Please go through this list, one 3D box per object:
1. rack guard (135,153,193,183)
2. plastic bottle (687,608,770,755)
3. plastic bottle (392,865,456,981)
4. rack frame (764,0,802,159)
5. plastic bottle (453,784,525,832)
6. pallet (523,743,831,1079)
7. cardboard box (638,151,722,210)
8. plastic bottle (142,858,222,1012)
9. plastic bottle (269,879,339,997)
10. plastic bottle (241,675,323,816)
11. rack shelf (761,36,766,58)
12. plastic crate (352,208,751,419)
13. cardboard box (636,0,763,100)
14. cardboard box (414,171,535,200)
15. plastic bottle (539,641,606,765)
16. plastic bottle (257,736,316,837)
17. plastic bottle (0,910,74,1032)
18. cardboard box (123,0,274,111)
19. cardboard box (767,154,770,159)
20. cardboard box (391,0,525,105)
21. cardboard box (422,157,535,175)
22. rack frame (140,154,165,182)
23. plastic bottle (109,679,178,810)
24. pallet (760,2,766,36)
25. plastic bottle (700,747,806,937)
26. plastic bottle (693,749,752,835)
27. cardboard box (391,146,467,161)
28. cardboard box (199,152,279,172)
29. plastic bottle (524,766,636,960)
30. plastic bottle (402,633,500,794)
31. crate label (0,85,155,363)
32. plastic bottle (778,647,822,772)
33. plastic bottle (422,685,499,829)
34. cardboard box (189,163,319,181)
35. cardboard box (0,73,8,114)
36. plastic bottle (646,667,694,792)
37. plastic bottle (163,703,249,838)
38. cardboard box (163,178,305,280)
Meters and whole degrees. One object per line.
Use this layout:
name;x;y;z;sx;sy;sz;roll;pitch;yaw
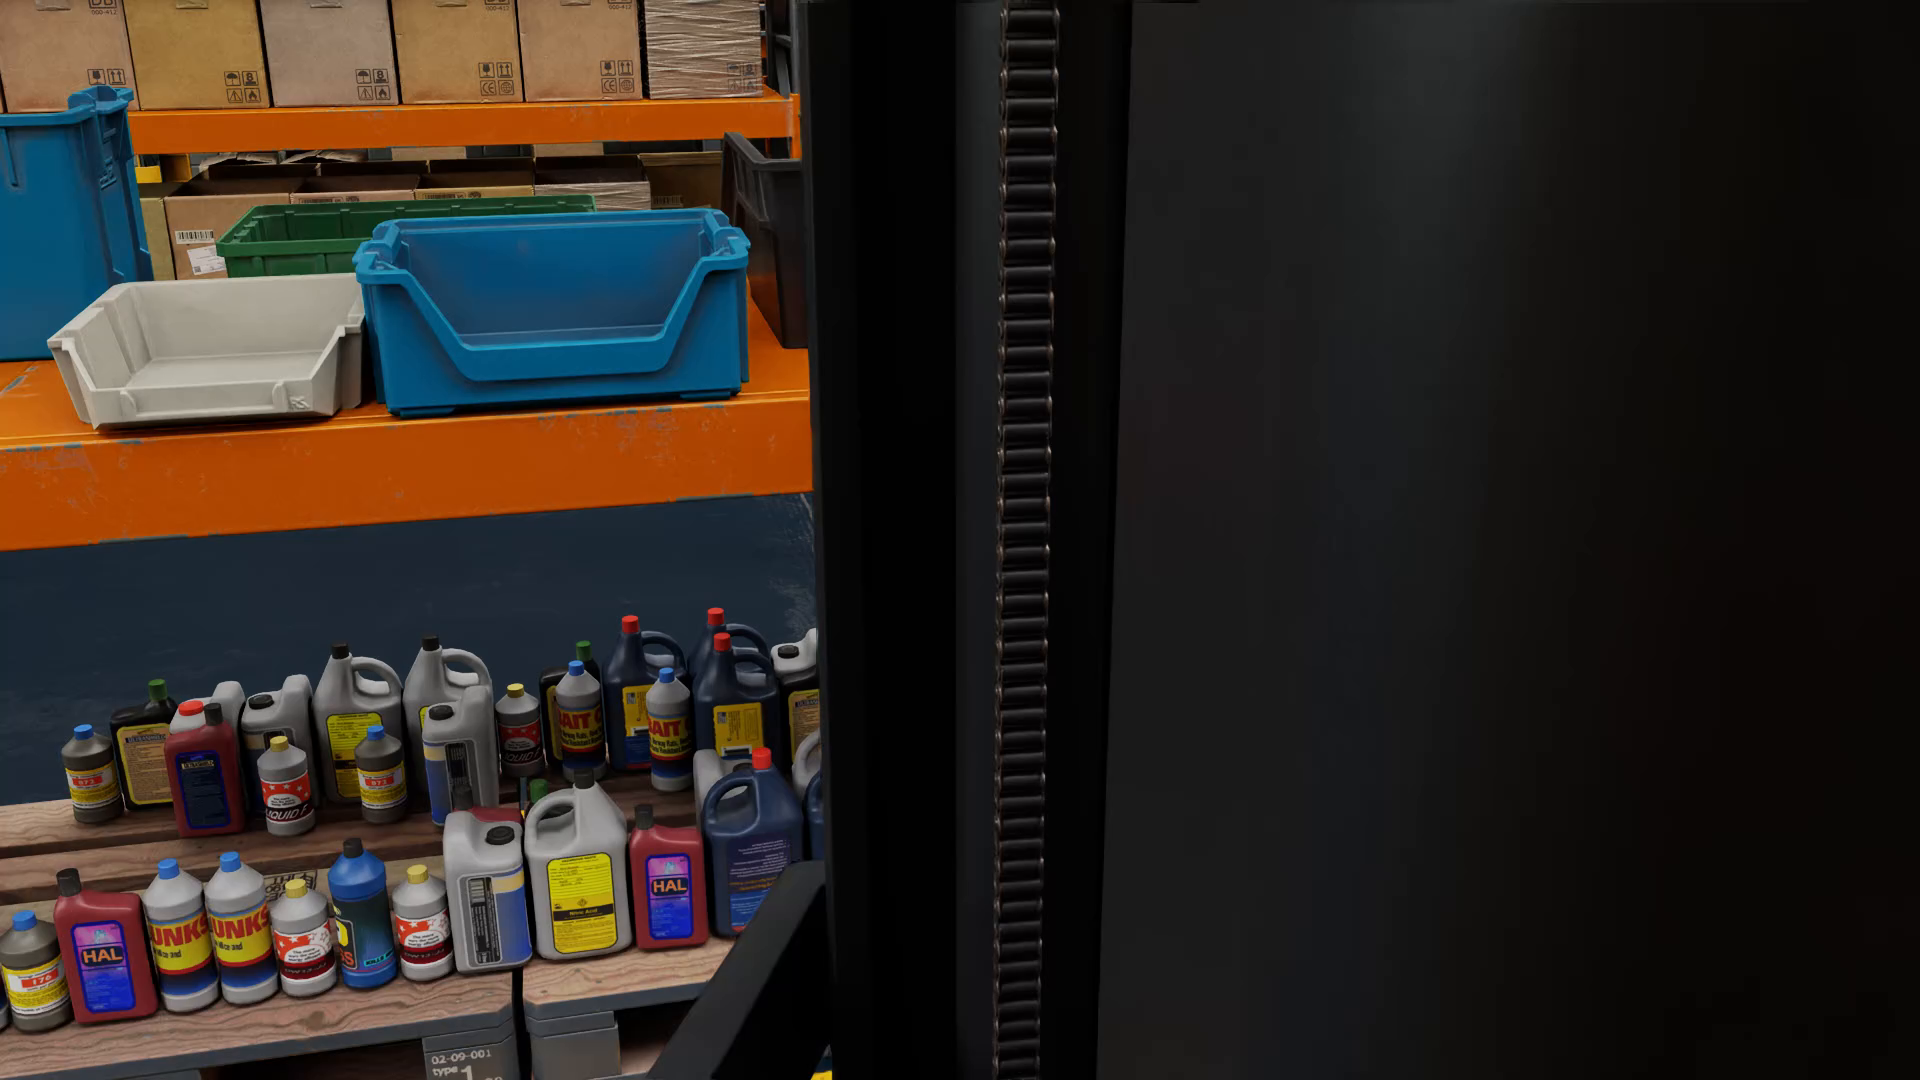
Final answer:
rack guard;-5.742;-2.473;11.838;0.348;0.500;1.175;-5;21;-12
plastic bottle;-0.524;0.321;3.788;0.185;0.351;0.144;-4;21;-11
plastic bottle;-0.973;0.685;3.013;0.097;0.201;0.097;0;20;0
rack frame;-0.780;-2.299;7.730;0.127;3.000;1.000;-5;21;-12
plastic bottle;-0.889;0.592;3.146;0.133;0.283;0.061;-5;21;-12
pallet;-0.307;0.708;3.575;1.213;0.211;1.003;-5;21;-12
cardboard box;-1.303;-1.625;8.188;0.500;0.500;0.500;-5;21;-12
plastic bottle;-1.366;0.684;2.913;0.097;0.271;0.097;0;20;0
plastic bottle;-1.173;0.701;2.968;0.097;0.201;0.097;0;20;0
plastic bottle;-1.463;0.434;3.588;0.135;0.276;0.152;-5;21;-14
rack shelf;0.023;-3.777;12.812;4.000;0.370;1.077;-5;21;-12
plastic crate;-0.658;-0.392;2.741;0.616;0.251;0.499;-5;21;-12
cardboard box;-1.210;-2.309;7.611;0.500;0.500;0.700;-5;21;-14
cardboard box;-2.156;-1.371;7.493;0.500;0.500;0.500;-5;21;-12
plastic bottle;-0.878;0.367;3.761;0.133;0.283;0.061;-4;20;-10
plastic bottle;-1.416;0.510;3.491;0.097;0.201;0.097;0;20;0
plastic bottle;-1.599;0.736;2.874;0.097;0.201;0.097;0;20;0
cardboard box;-3.221;-2.143;7.158;0.500;0.500;0.700;-5;21;-12
cardboard box;-1.211;-3.054;12.784;0.500;0.500;0.700;-4;20;-11
cardboard box;-2.211;-2.226;7.386;0.500;0.500;0.700;-4;21;-12
cardboard box;-2.276;-1.546;7.971;0.500;0.500;0.500;-5;21;-12
rack frame;-5.816;-3.640;11.391;0.127;3.000;1.000;-5;21;-12
plastic bottle;-1.740;0.437;3.569;0.133;0.283;0.061;-4;21;-11
pallet;-1.146;-3.879;12.321;1.213;0.211;1.003;-5;21;-12
plastic bottle;-0.391;0.559;3.139;0.185;0.351;0.144;-6;21;-15
plastic bottle;-0.449;0.547;3.282;0.135;0.276;0.152;-5;21;-12
cardboard box;-3.842;-2.784;12.049;0.500;0.500;0.700;-6;21;-16
cardboard box;-5.122;-2.609;11.846;0.500;0.311;0.500;-7;21;-19
plastic bottle;-0.705;0.585;3.069;0.185;0.351;0.144;-5;21;-13
plastic bottle;-1.122;0.370;3.655;0.185;0.351;0.144;-5;21;-13
crate label;-1.807;-0.577;2.977;0.616;0.435;0.502;-5;21;-12
plastic bottle;-0.338;0.377;3.734;0.133;0.283;0.061;-5;21;-12
plastic bottle;-1.063;0.453;3.538;0.135;0.276;0.152;-5;21;-12
cardboard box;-3.249;-1.467;7.755;0.500;0.500;0.500;-5;21;-12
cardboard box;-4.215;-2.062;6.938;0.500;0.500;0.700;-5;21;-12
plastic bottle;-0.638;0.411;3.660;0.097;0.271;0.097;0;20;0
plastic bottle;-1.573;0.477;3.460;0.133;0.283;0.061;-5;21;-12
cardboard box;-3.129;-1.293;7.280;0.500;0.500;0.500;-5;21;-12
